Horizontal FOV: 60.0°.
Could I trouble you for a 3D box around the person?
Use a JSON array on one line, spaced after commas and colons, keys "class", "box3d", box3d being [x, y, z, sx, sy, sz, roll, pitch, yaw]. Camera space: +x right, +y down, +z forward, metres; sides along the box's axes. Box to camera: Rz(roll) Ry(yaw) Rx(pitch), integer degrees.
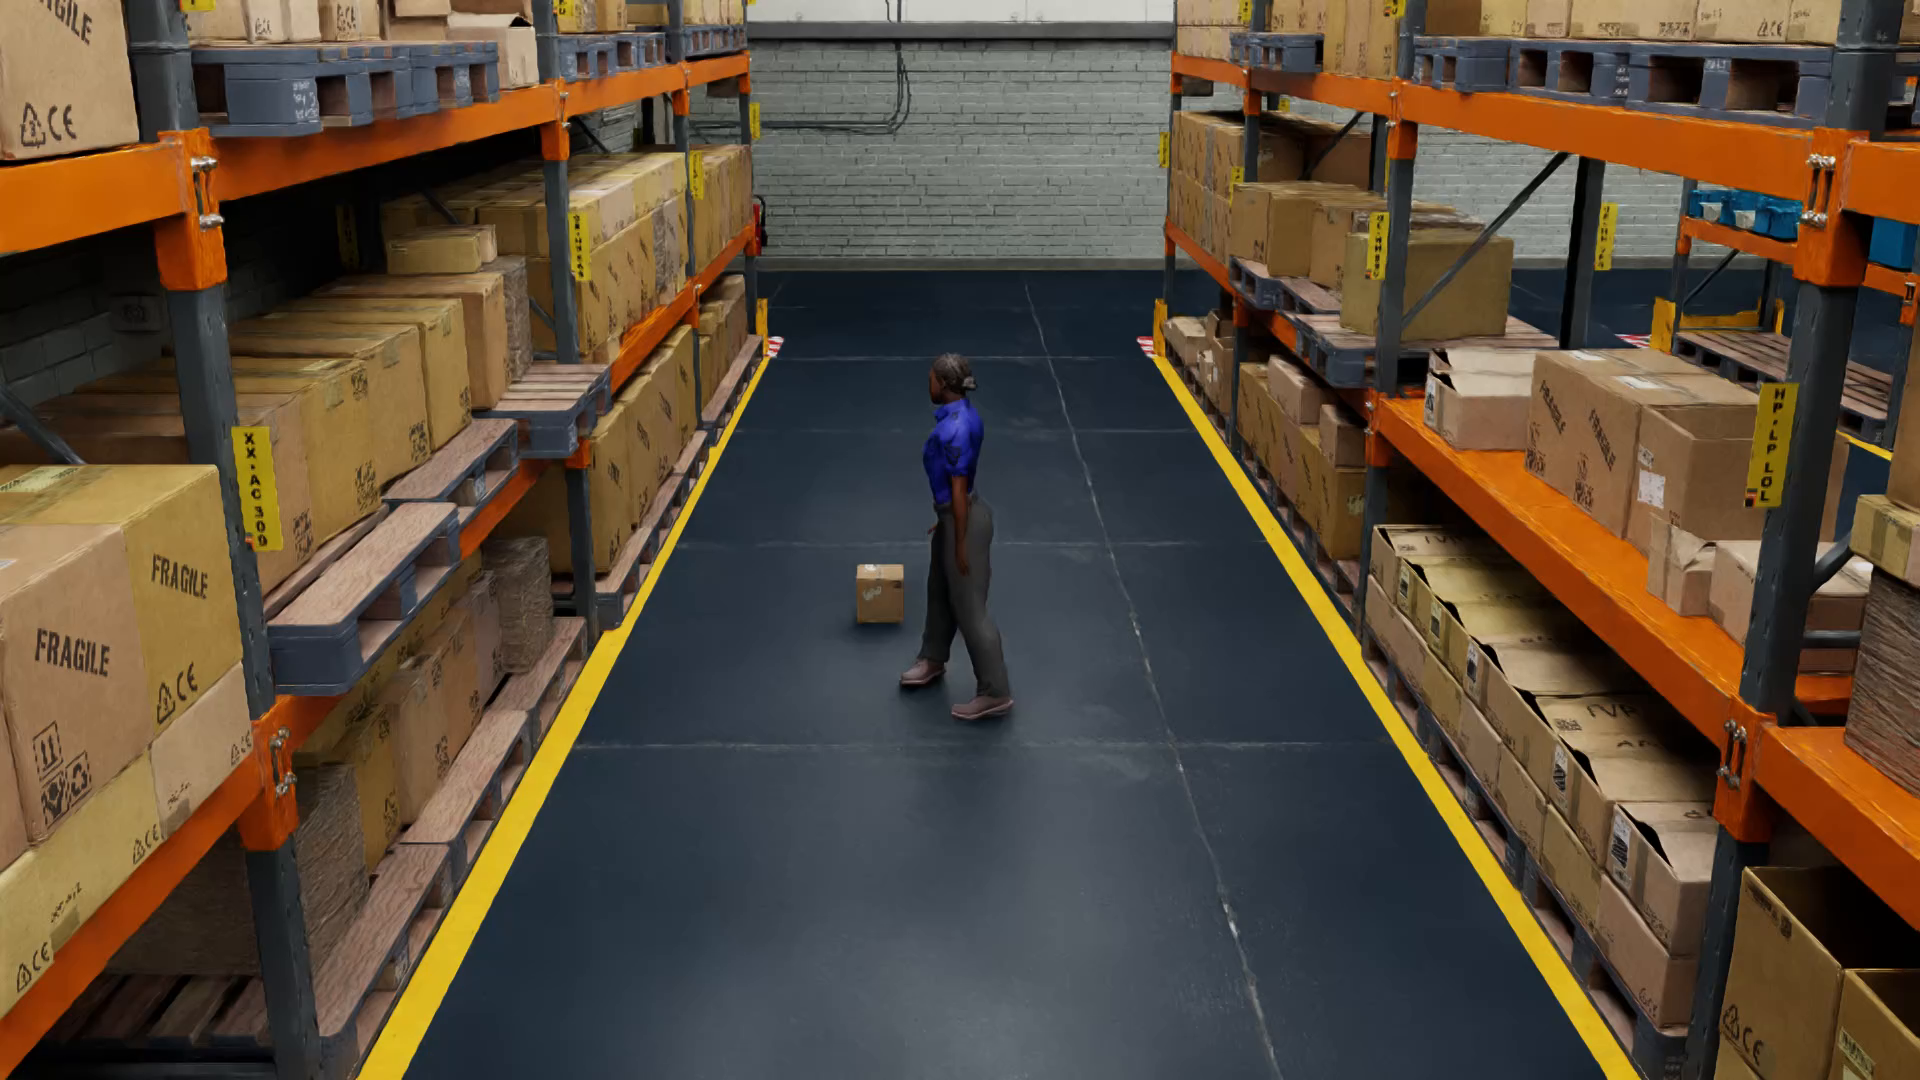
[{"class": "person", "box3d": [-0.018, -0.035, 7.697, 0.551, 1.659, 0.595, 1, 17, 2]}]
